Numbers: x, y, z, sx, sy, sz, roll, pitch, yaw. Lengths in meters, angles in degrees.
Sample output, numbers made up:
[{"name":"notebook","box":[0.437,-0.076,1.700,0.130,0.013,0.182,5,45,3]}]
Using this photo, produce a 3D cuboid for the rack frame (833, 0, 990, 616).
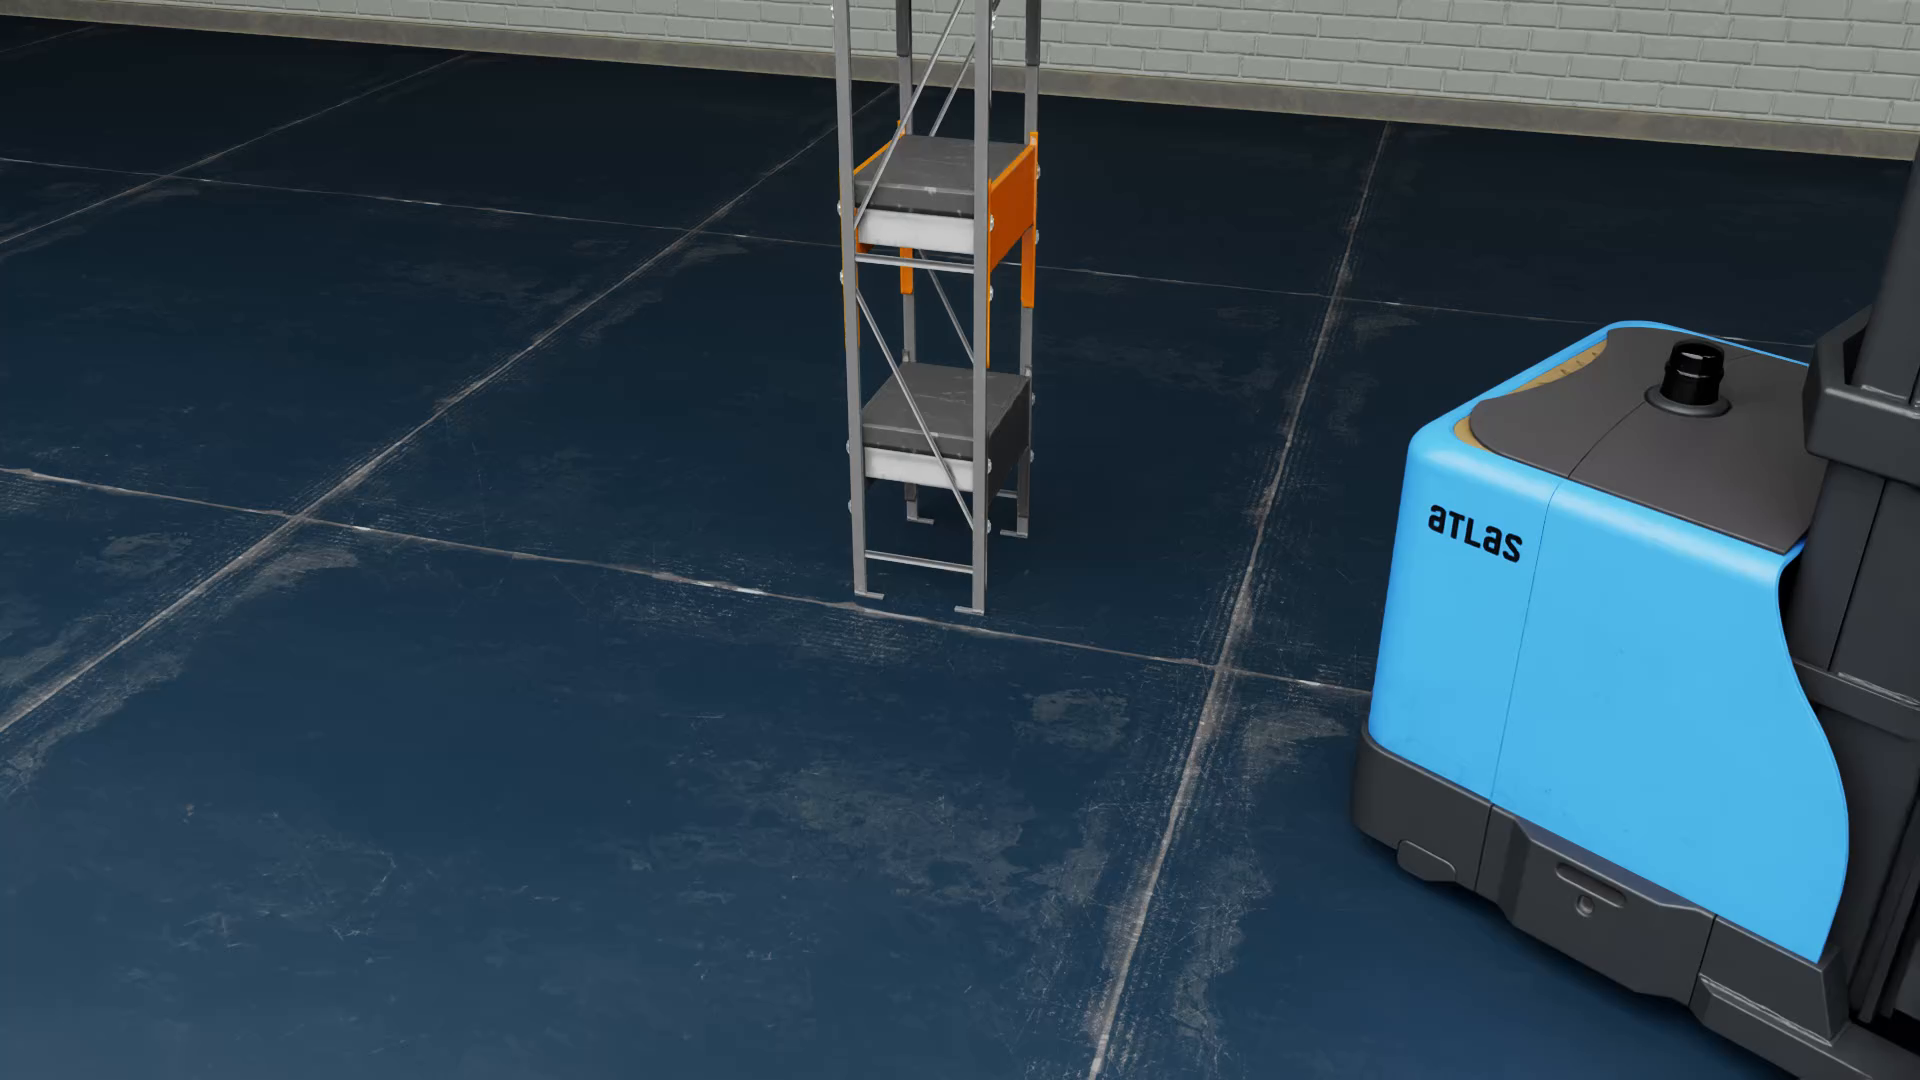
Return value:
[{"name":"rack frame","box":[-0.120,-0.727,4.397,0.400,2.100,0.015,8,30,15]}]

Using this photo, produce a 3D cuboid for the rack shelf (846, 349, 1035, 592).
[{"name":"rack shelf","box":[-0.049,-0.217,4.948,0.431,0.518,0.480,8,30,15]}]

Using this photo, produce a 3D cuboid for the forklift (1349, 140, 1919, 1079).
[{"name":"forklift","box":[2.311,-0.219,2.628,1.130,2.935,3.031,-25,38,-38]}]

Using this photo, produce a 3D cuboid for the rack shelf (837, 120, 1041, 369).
[{"name":"rack shelf","box":[-0.049,-0.829,4.608,0.431,0.518,0.480,8,30,15]}]

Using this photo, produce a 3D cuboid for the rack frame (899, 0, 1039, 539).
[{"name":"rack frame","box":[0.023,-0.954,4.805,0.400,2.100,0.015,8,30,15]}]

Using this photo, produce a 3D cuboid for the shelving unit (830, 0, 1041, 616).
[{"name":"shelving unit","box":[-0.049,-0.841,4.601,0.431,2.100,0.503,8,30,15]}]

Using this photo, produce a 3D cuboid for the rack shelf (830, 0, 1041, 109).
[{"name":"rack shelf","box":[-0.049,-1.440,4.268,0.431,0.518,0.480,8,30,15]}]
